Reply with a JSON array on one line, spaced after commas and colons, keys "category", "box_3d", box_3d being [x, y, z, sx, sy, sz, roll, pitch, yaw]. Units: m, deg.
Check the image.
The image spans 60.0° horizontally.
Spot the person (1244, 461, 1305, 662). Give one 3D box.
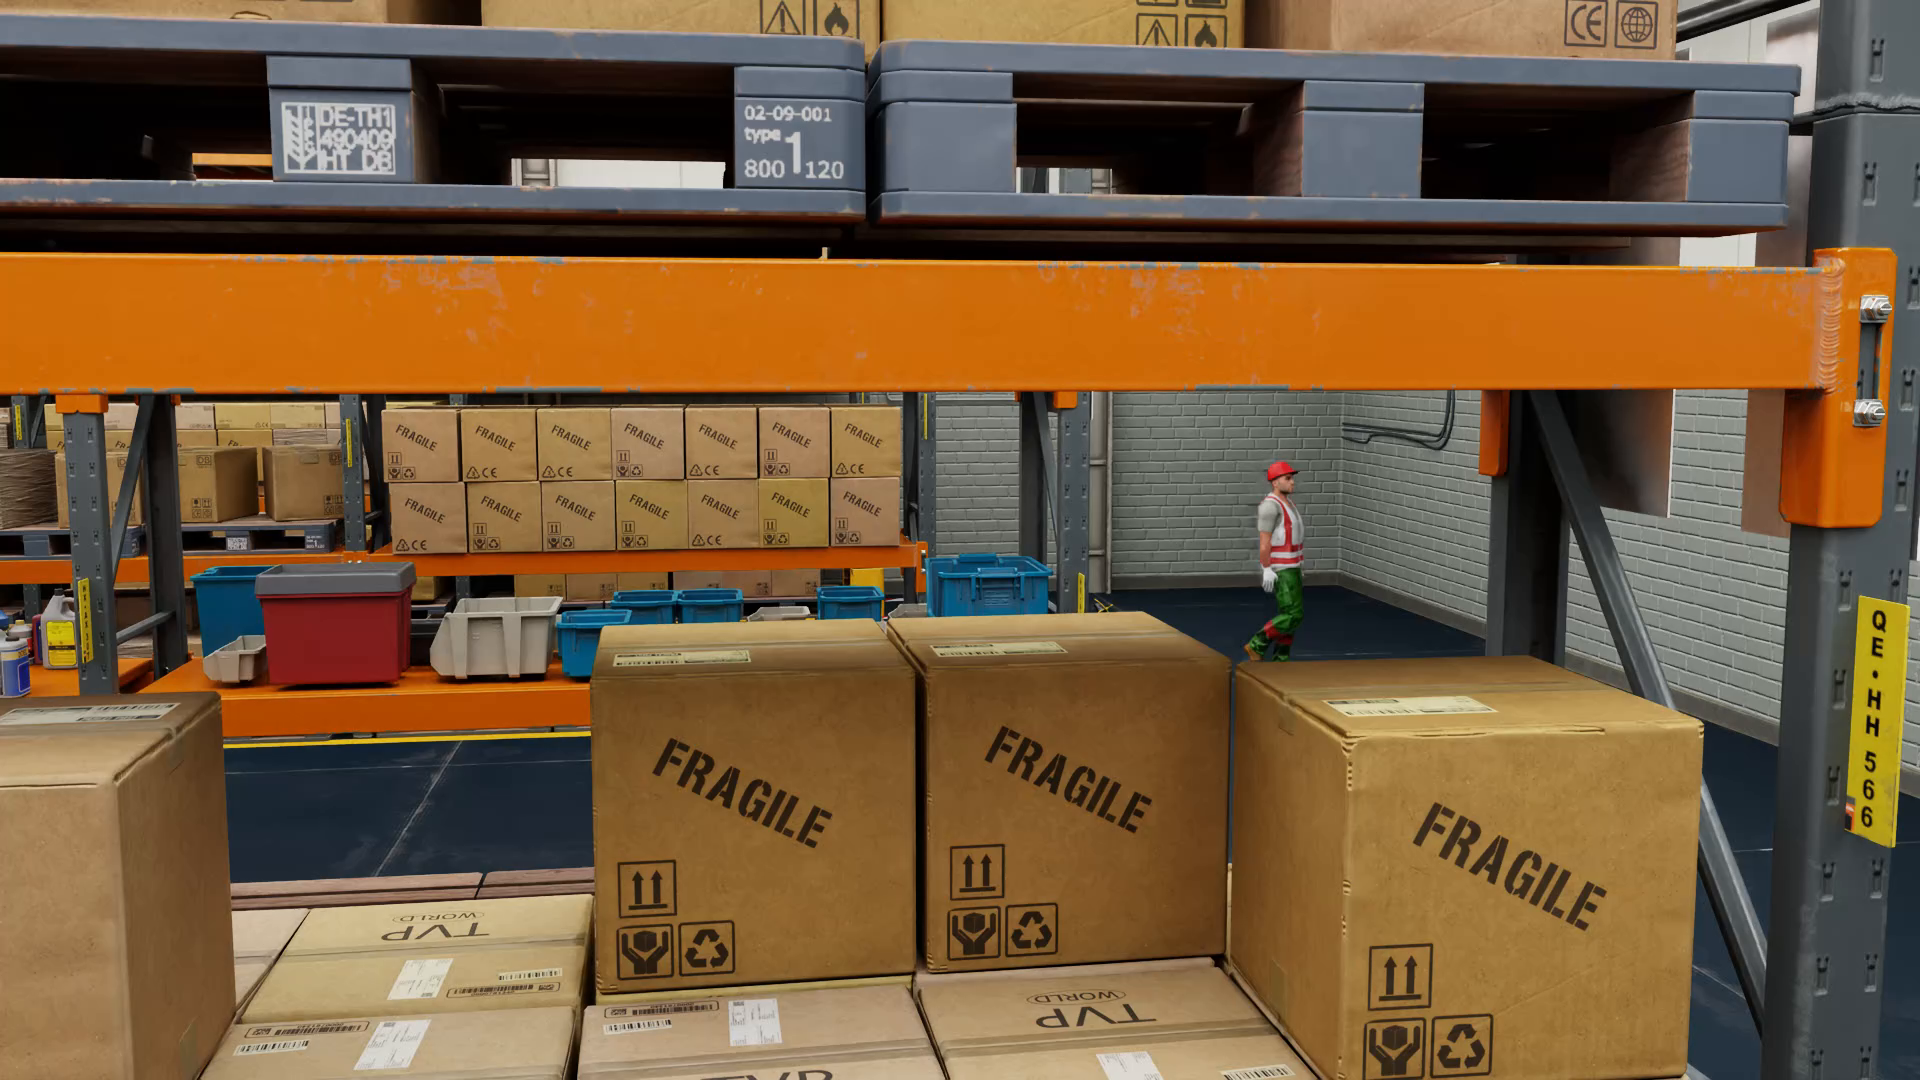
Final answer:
[{"category": "person", "box_3d": [2.637, 0.243, 13.714, 0.498, 1.782, 0.533, 4, 7, 30]}]
